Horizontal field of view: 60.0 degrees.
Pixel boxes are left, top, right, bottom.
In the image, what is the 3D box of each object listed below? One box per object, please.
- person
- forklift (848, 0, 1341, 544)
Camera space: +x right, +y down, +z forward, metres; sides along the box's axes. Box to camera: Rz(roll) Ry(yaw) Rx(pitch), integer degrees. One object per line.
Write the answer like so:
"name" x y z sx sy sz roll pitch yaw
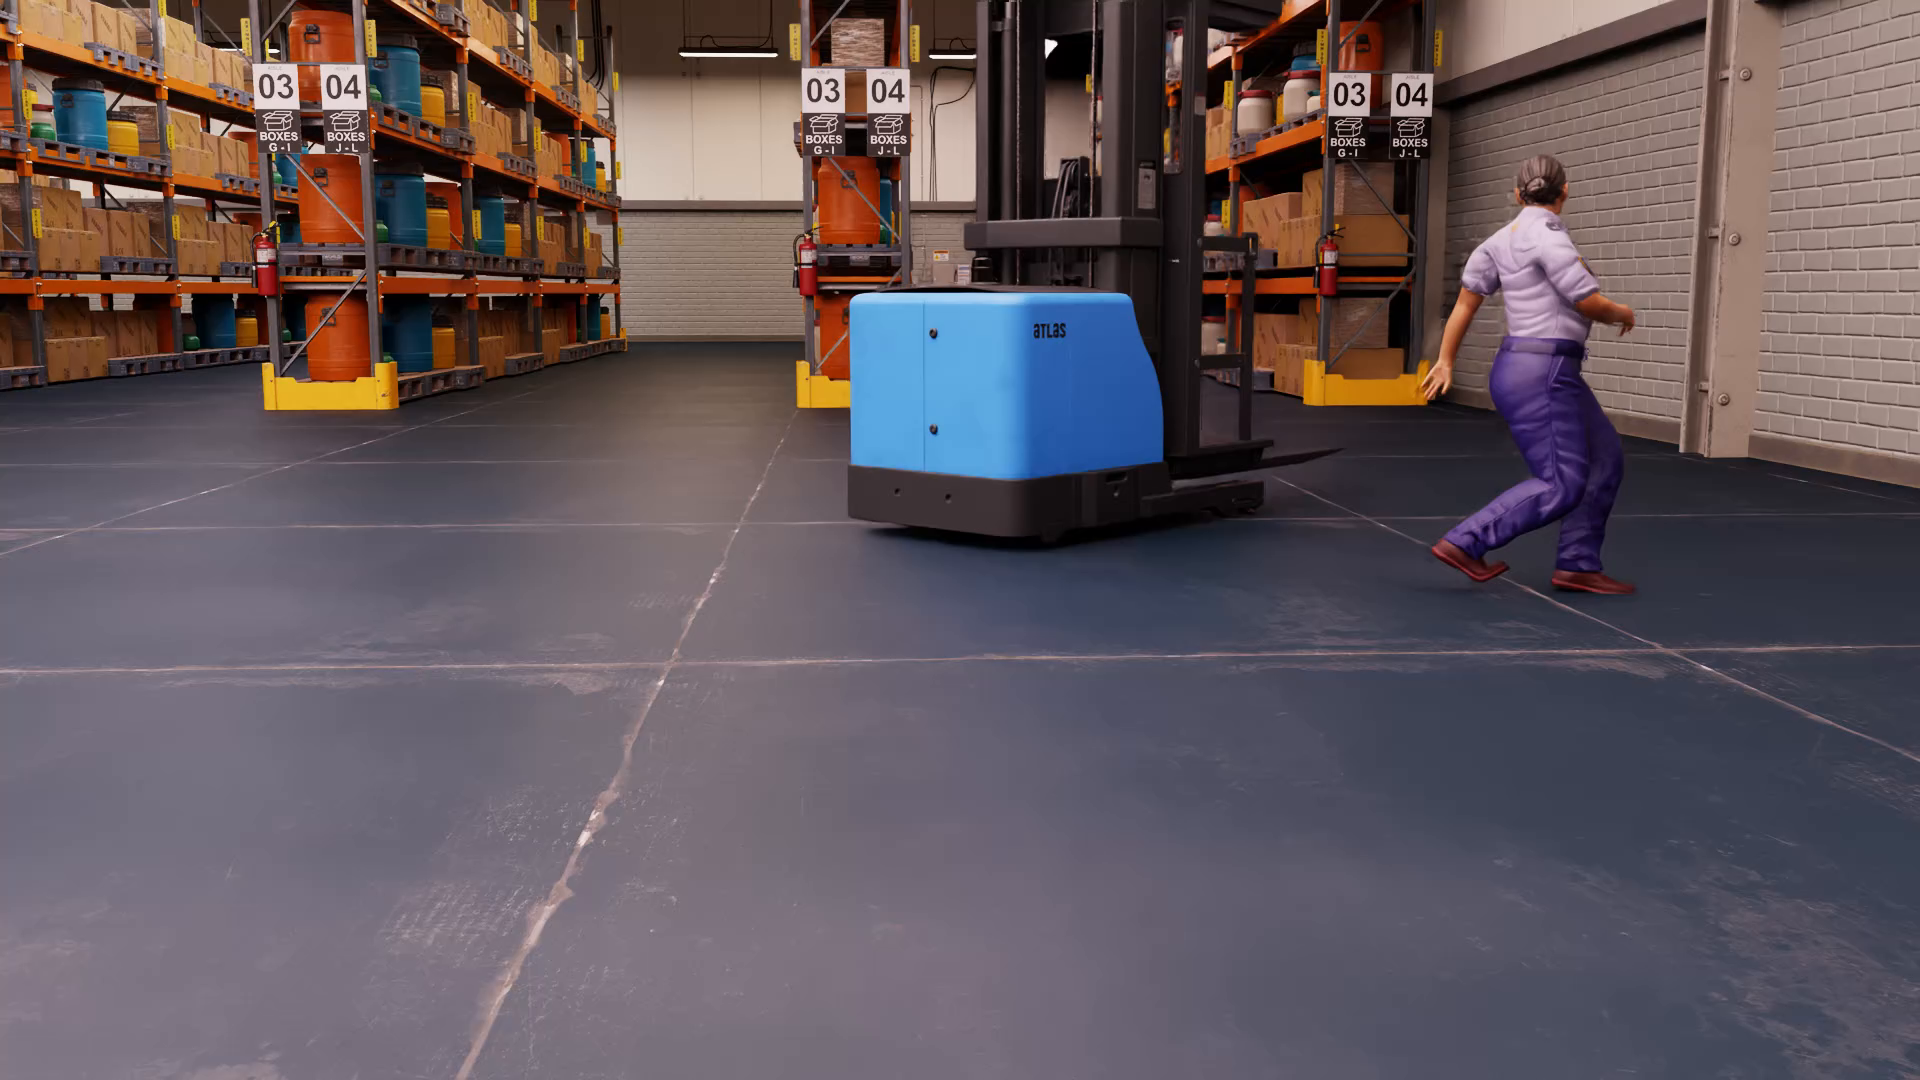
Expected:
"person" 2.071 -0.578 5.969 0.777 1.572 0.533 2 9 12
"forklift" 0.849 -1.600 8.106 1.130 2.935 3.031 7 11 41
